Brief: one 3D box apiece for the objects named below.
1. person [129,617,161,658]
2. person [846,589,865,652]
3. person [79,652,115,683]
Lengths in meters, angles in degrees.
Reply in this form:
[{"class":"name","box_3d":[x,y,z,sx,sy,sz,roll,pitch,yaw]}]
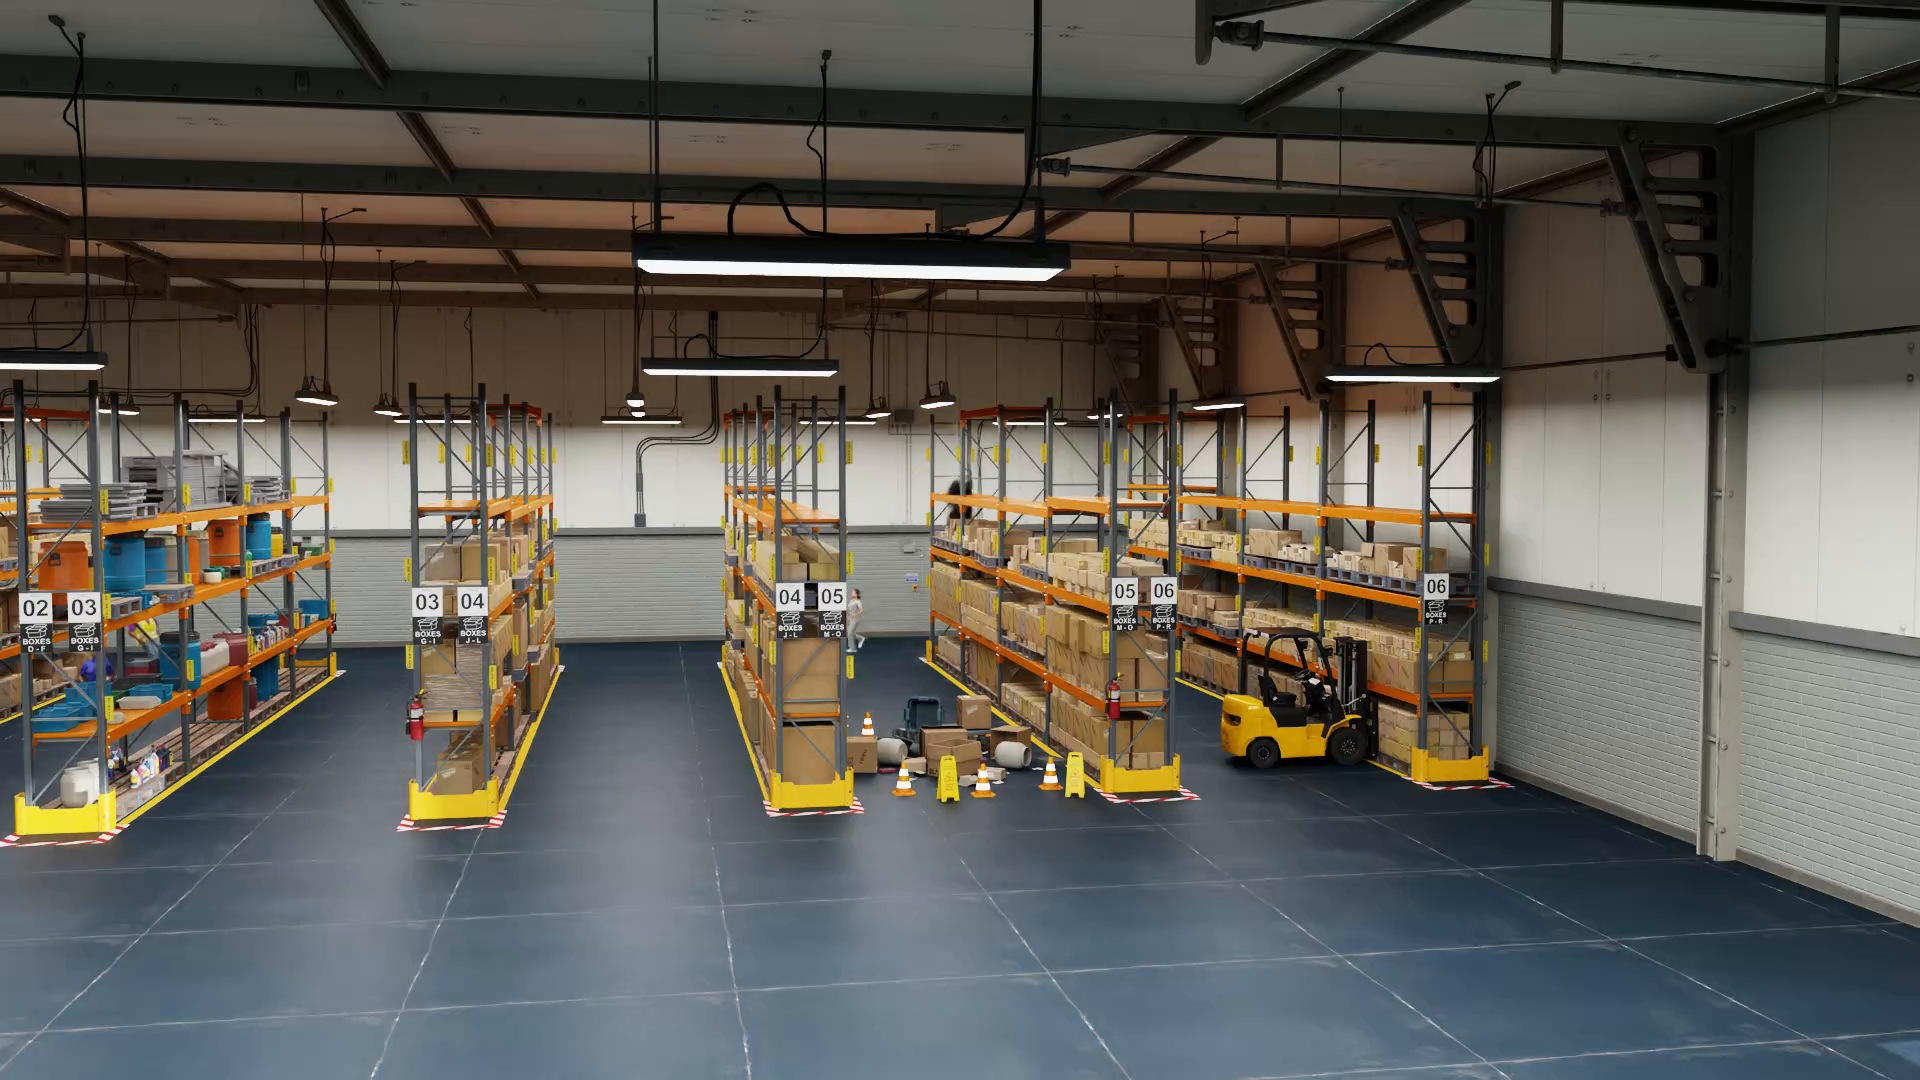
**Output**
[{"class":"person","box_3d":[-18.332,2.261,37.475,0.547,1.700,0.734,2,3,34]},{"class":"person","box_3d":[-2.651,2.046,42.331,0.594,1.616,0.563,-2,3,-31]},{"class":"person","box_3d":[-15.408,2.702,29.687,0.581,1.614,0.560,-1,3,-24]}]
